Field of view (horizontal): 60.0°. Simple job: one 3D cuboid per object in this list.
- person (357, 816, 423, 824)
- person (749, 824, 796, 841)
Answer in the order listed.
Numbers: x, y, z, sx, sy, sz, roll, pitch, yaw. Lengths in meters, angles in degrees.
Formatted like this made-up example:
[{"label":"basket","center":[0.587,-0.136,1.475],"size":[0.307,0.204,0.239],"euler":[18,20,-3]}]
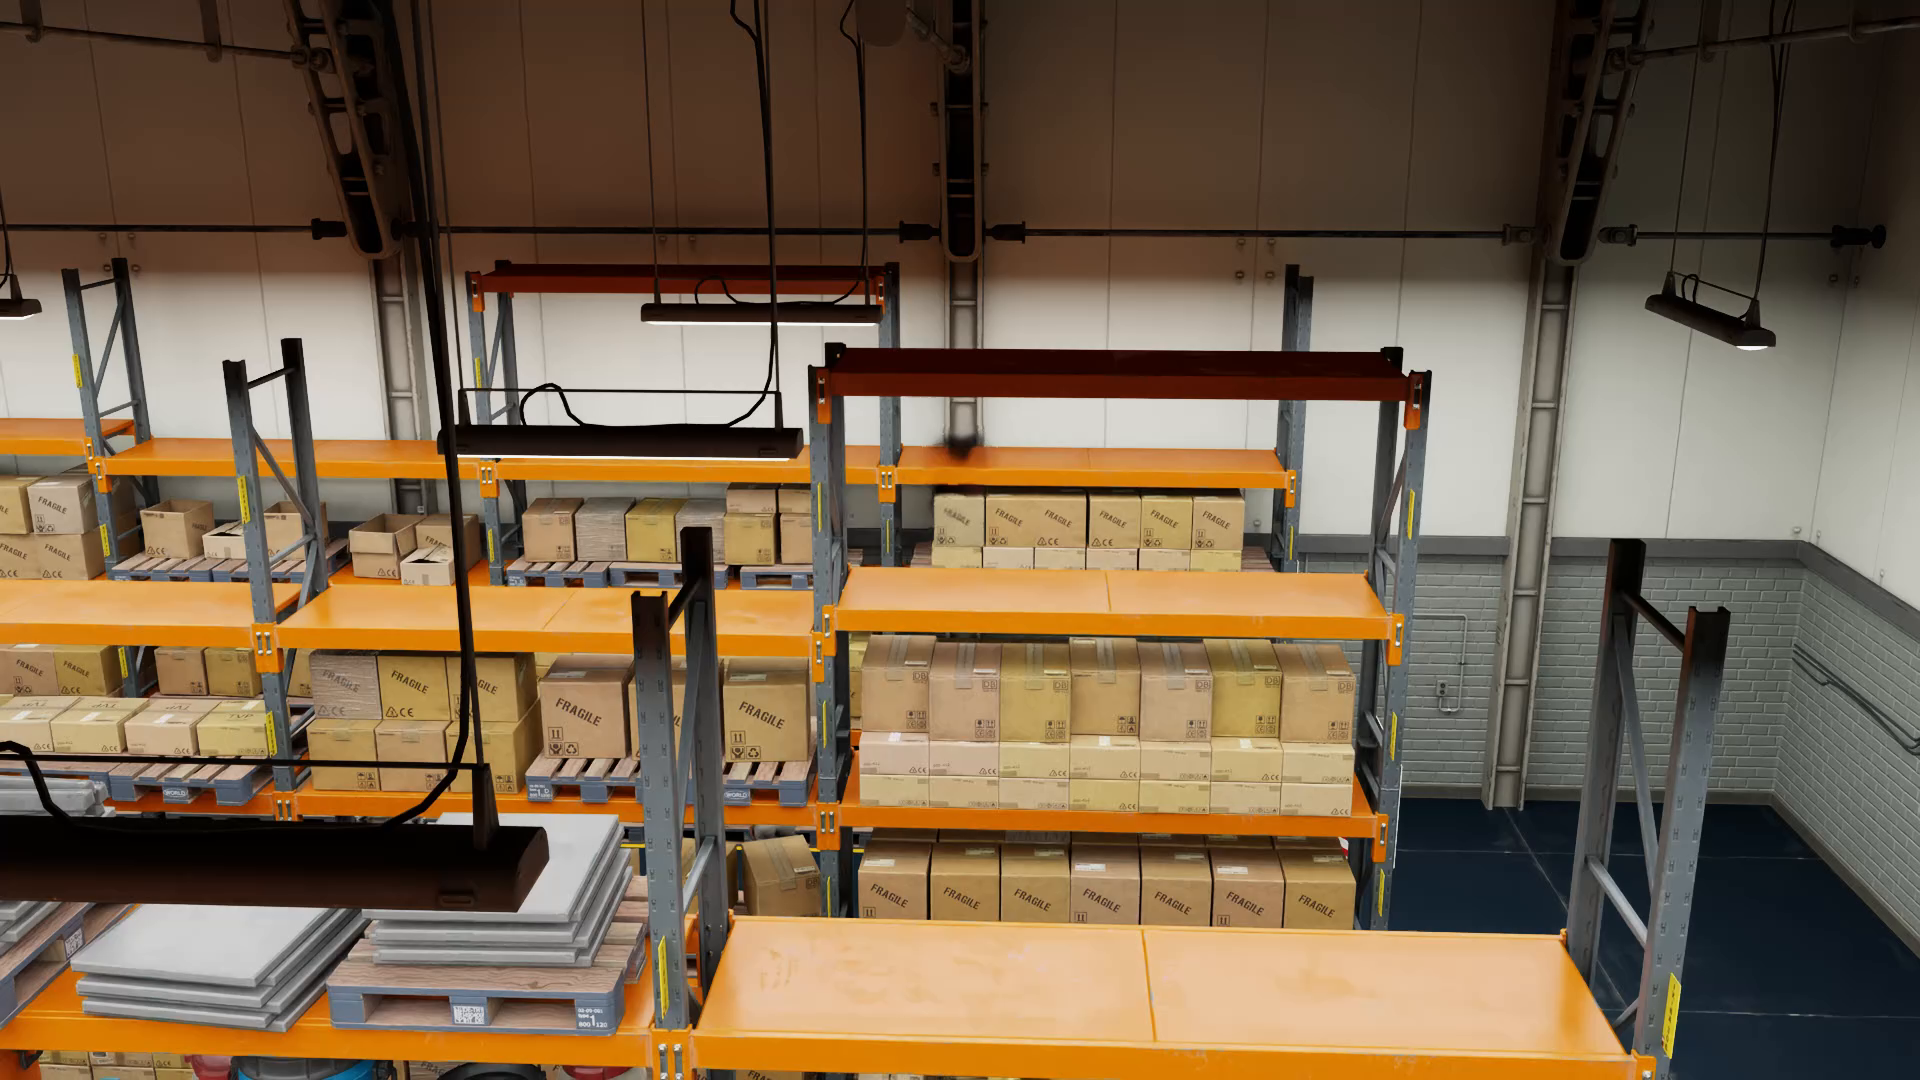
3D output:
[{"label":"person","center":[-5.562,2.661,16.209],"size":[0.608,1.794,0.413],"euler":[-3,16,-11]},{"label":"person","center":[-1.827,2.744,16.171],"size":[0.489,1.679,0.432],"euler":[-5,17,-16]}]
